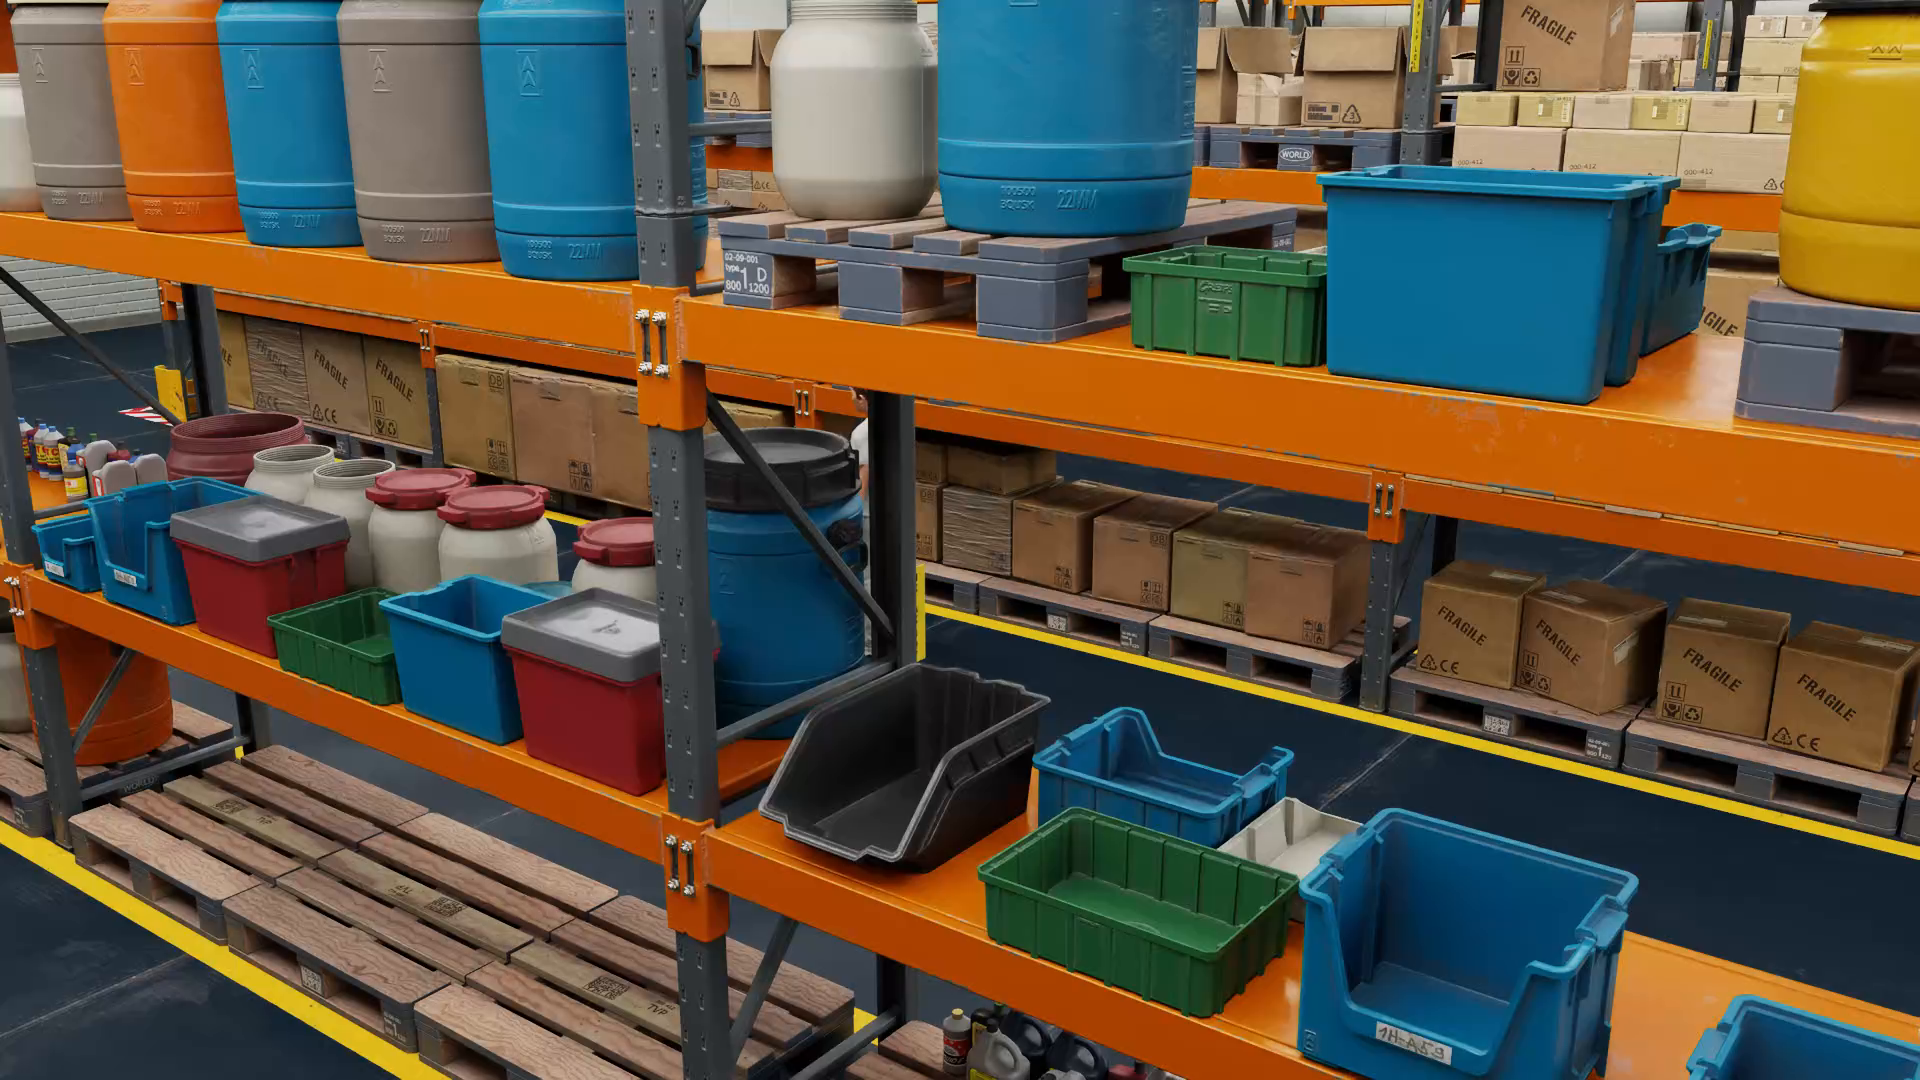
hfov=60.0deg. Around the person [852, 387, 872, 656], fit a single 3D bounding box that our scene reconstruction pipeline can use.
[{"bbox_3d":[-0.458,-0.153,9.556,0.358,1.672,0.486,12,20,34],"label":"person"}]
